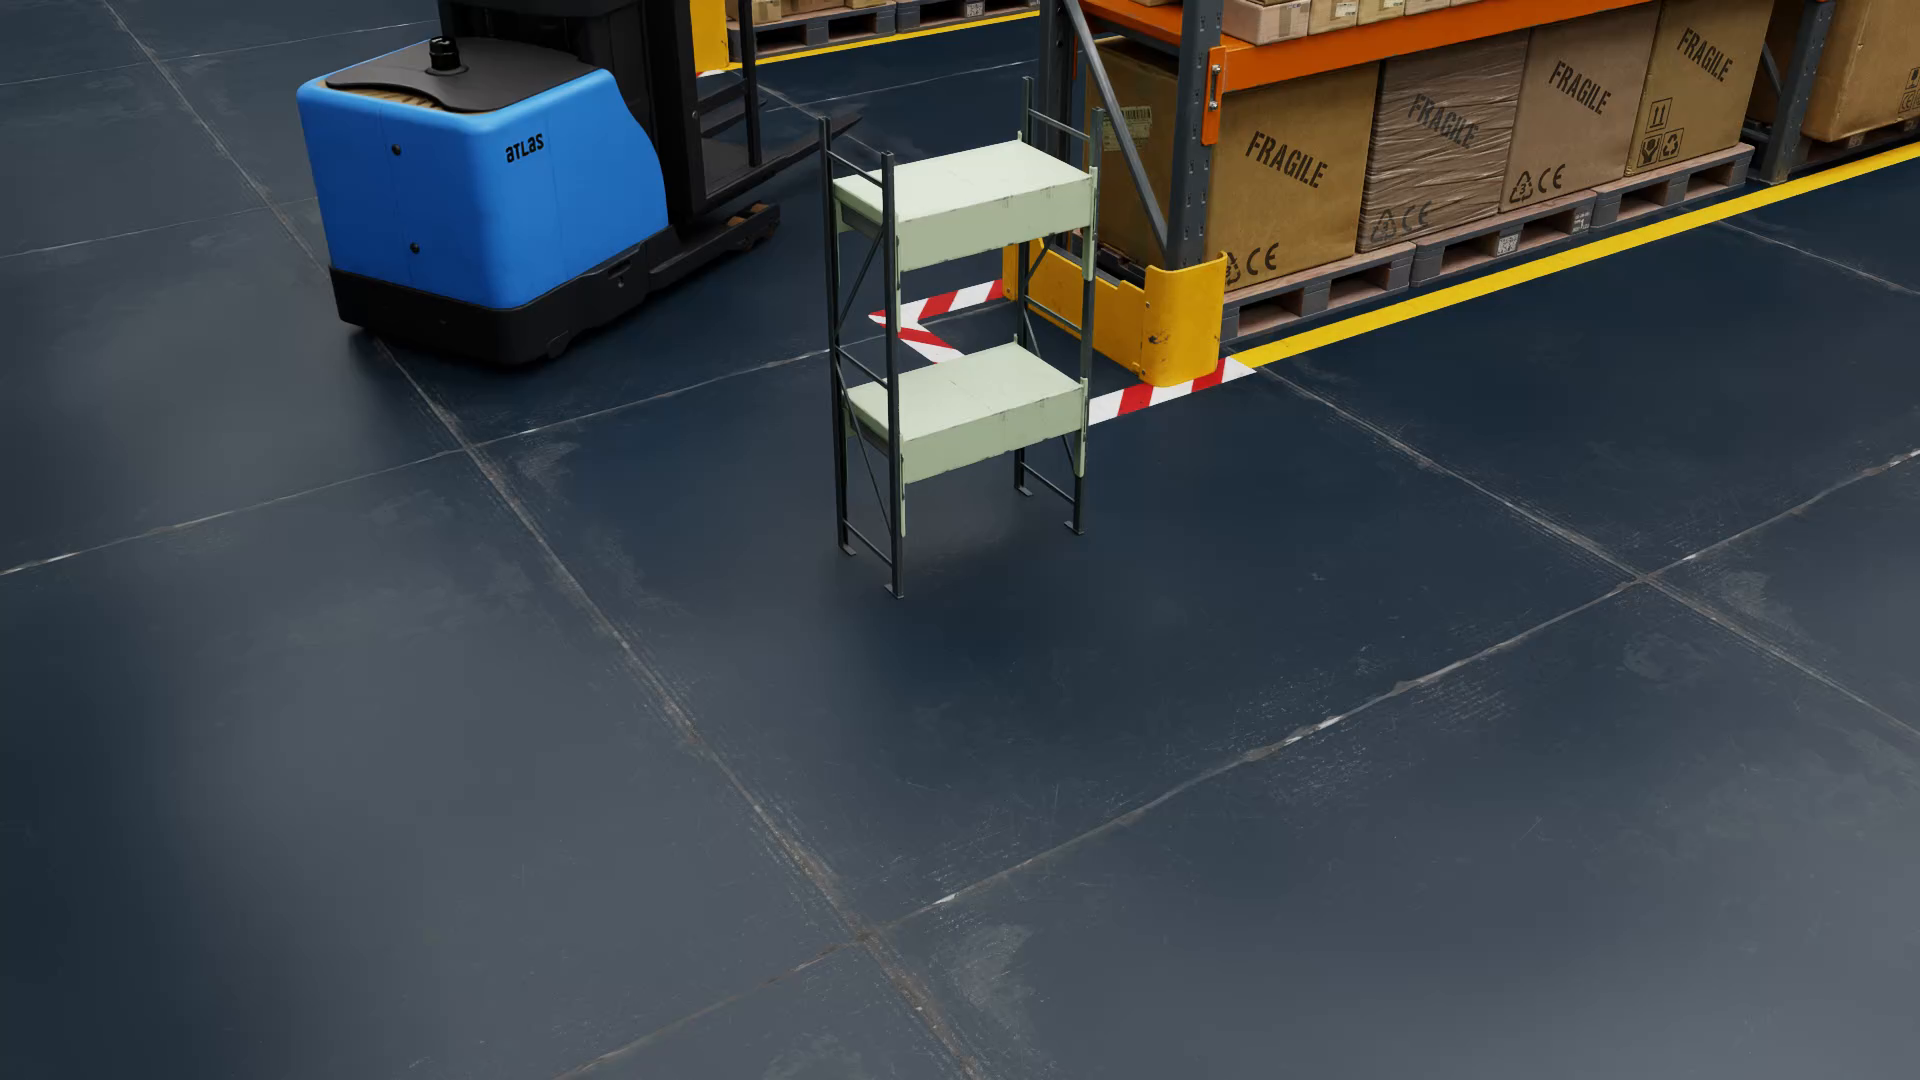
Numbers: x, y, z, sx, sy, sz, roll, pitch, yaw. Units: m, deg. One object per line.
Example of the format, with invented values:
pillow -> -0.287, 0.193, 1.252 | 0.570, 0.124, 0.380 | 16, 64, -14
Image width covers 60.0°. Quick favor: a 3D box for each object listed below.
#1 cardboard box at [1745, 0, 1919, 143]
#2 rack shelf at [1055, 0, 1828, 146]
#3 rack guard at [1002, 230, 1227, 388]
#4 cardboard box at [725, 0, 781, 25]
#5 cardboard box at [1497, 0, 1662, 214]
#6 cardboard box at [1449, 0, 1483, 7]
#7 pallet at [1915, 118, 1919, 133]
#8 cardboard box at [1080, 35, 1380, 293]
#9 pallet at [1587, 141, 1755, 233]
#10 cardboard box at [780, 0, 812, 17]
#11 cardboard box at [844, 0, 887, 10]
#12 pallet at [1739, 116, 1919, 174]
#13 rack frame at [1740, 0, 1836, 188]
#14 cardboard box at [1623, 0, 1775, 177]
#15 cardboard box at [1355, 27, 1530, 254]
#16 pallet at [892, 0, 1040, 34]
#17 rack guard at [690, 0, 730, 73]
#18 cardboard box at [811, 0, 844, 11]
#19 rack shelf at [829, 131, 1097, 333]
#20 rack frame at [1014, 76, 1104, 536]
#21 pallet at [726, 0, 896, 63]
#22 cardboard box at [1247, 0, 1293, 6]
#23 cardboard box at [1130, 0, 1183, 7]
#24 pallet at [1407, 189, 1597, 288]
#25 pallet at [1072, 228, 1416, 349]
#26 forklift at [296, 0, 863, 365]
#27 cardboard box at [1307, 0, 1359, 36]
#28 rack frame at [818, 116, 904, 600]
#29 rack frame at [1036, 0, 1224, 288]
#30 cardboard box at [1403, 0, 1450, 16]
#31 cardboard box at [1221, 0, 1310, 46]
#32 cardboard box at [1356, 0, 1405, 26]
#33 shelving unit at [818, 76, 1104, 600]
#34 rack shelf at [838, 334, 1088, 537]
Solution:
cardboard box -> 4.536, -2.820, 9.006 | 0.875, 0.875, 1.225 | -19, 37, -27
rack shelf -> 2.328, -2.464, 7.519 | 4.000, 0.370, 1.077 | -19, 37, -27
rack guard -> 0.627, -1.126, 7.067 | 0.348, 0.500, 1.175 | -19, 37, -27
cardboard box -> -1.341, -3.423, 10.644 | 0.250, 0.149, 0.380 | -18, 37, -26
cardboard box -> 2.655, -2.210, 8.041 | 0.875, 0.875, 0.875 | -19, 37, -27
cardboard box -> 1.987, -2.337, 6.878 | 0.250, 0.149, 0.380 | -20, 37, -28
pallet -> 5.643, -2.779, 9.957 | 1.213, 0.211, 1.003 | -19, 37, -27
cardboard box -> 1.142, -1.690, 7.216 | 0.875, 0.875, 0.875 | -19, 37, -27
pallet -> 3.328, -1.982, 8.695 | 1.213, 0.211, 1.003 | -19, 37, -27
cardboard box -> -1.166, -3.536, 10.822 | 0.250, 0.149, 0.380 | -19, 37, -27
cardboard box -> -0.687, -3.635, 10.980 | 0.250, 0.149, 0.380 | -18, 37, -27
pallet -> 4.617, -2.424, 9.395 | 1.213, 0.211, 1.003 | -19, 37, -27
rack frame -> 4.009, -3.347, 8.244 | 0.127, 3.000, 1.000 | -19, 37, -27
cardboard box -> 3.411, -2.471, 8.453 | 0.875, 0.875, 0.875 | -19, 37, -27
cardboard box -> 1.907, -1.953, 7.633 | 0.875, 0.875, 0.875 | -19, 37, -27
pallet -> -0.165, -3.856, 11.665 | 1.213, 0.211, 1.003 | -19, 37, -27
rack guard -> -1.891, -3.408, 10.685 | 0.348, 0.500, 1.175 | -19, 37, -27
cardboard box -> -0.961, -3.611, 10.941 | 0.250, 0.149, 0.380 | -19, 37, -27
rack shelf -> 0.006, -0.966, 5.145 | 0.720, 0.370, 0.431 | -19, 37, -27
rack frame -> 0.313, -0.742, 5.521 | 0.023, 1.500, 0.400 | -19, 37, -27
pallet -> -1.189, -3.505, 11.109 | 1.213, 0.211, 1.003 | -19, 37, -27
cardboard box -> 1.197, -2.270, 6.399 | 0.500, 0.250, 0.500 | -20, 37, -28
cardboard box -> 0.768, -2.335, 6.875 | 0.250, 0.149, 0.380 | -18, 37, -26
pallet -> 2.301, -1.628, 8.132 | 1.213, 0.211, 1.003 | -19, 37, -27
pallet -> 1.277, -1.277, 7.577 | 1.213, 0.211, 1.003 | -19, 37, -27
forklift -> -1.529, -2.712, 7.302 | 1.130, 2.935, 3.031 | 16, 36, 23
cardboard box -> 1.339, -2.113, 6.524 | 0.250, 0.149, 0.380 | -20, 37, -28
rack frame -> -0.302, -0.530, 5.185 | 0.023, 1.500, 0.400 | -19, 37, -27
rack frame -> 0.647, -2.190, 6.411 | 0.127, 3.000, 1.000 | -19, 37, -27
cardboard box -> 1.773, -2.264, 6.762 | 0.250, 0.149, 0.380 | -20, 37, -28
cardboard box -> 1.124, -2.039, 6.406 | 0.250, 0.149, 0.380 | -19, 37, -27
cardboard box -> 1.554, -2.188, 6.642 | 0.250, 0.149, 0.380 | -20, 37, -28
shelving unit -> 0.006, -0.636, 5.353 | 0.755, 1.500, 0.431 | -19, 37, -27
rack shelf -> 0.006, -0.361, 5.527 | 0.720, 0.370, 0.431 | -19, 37, -27
